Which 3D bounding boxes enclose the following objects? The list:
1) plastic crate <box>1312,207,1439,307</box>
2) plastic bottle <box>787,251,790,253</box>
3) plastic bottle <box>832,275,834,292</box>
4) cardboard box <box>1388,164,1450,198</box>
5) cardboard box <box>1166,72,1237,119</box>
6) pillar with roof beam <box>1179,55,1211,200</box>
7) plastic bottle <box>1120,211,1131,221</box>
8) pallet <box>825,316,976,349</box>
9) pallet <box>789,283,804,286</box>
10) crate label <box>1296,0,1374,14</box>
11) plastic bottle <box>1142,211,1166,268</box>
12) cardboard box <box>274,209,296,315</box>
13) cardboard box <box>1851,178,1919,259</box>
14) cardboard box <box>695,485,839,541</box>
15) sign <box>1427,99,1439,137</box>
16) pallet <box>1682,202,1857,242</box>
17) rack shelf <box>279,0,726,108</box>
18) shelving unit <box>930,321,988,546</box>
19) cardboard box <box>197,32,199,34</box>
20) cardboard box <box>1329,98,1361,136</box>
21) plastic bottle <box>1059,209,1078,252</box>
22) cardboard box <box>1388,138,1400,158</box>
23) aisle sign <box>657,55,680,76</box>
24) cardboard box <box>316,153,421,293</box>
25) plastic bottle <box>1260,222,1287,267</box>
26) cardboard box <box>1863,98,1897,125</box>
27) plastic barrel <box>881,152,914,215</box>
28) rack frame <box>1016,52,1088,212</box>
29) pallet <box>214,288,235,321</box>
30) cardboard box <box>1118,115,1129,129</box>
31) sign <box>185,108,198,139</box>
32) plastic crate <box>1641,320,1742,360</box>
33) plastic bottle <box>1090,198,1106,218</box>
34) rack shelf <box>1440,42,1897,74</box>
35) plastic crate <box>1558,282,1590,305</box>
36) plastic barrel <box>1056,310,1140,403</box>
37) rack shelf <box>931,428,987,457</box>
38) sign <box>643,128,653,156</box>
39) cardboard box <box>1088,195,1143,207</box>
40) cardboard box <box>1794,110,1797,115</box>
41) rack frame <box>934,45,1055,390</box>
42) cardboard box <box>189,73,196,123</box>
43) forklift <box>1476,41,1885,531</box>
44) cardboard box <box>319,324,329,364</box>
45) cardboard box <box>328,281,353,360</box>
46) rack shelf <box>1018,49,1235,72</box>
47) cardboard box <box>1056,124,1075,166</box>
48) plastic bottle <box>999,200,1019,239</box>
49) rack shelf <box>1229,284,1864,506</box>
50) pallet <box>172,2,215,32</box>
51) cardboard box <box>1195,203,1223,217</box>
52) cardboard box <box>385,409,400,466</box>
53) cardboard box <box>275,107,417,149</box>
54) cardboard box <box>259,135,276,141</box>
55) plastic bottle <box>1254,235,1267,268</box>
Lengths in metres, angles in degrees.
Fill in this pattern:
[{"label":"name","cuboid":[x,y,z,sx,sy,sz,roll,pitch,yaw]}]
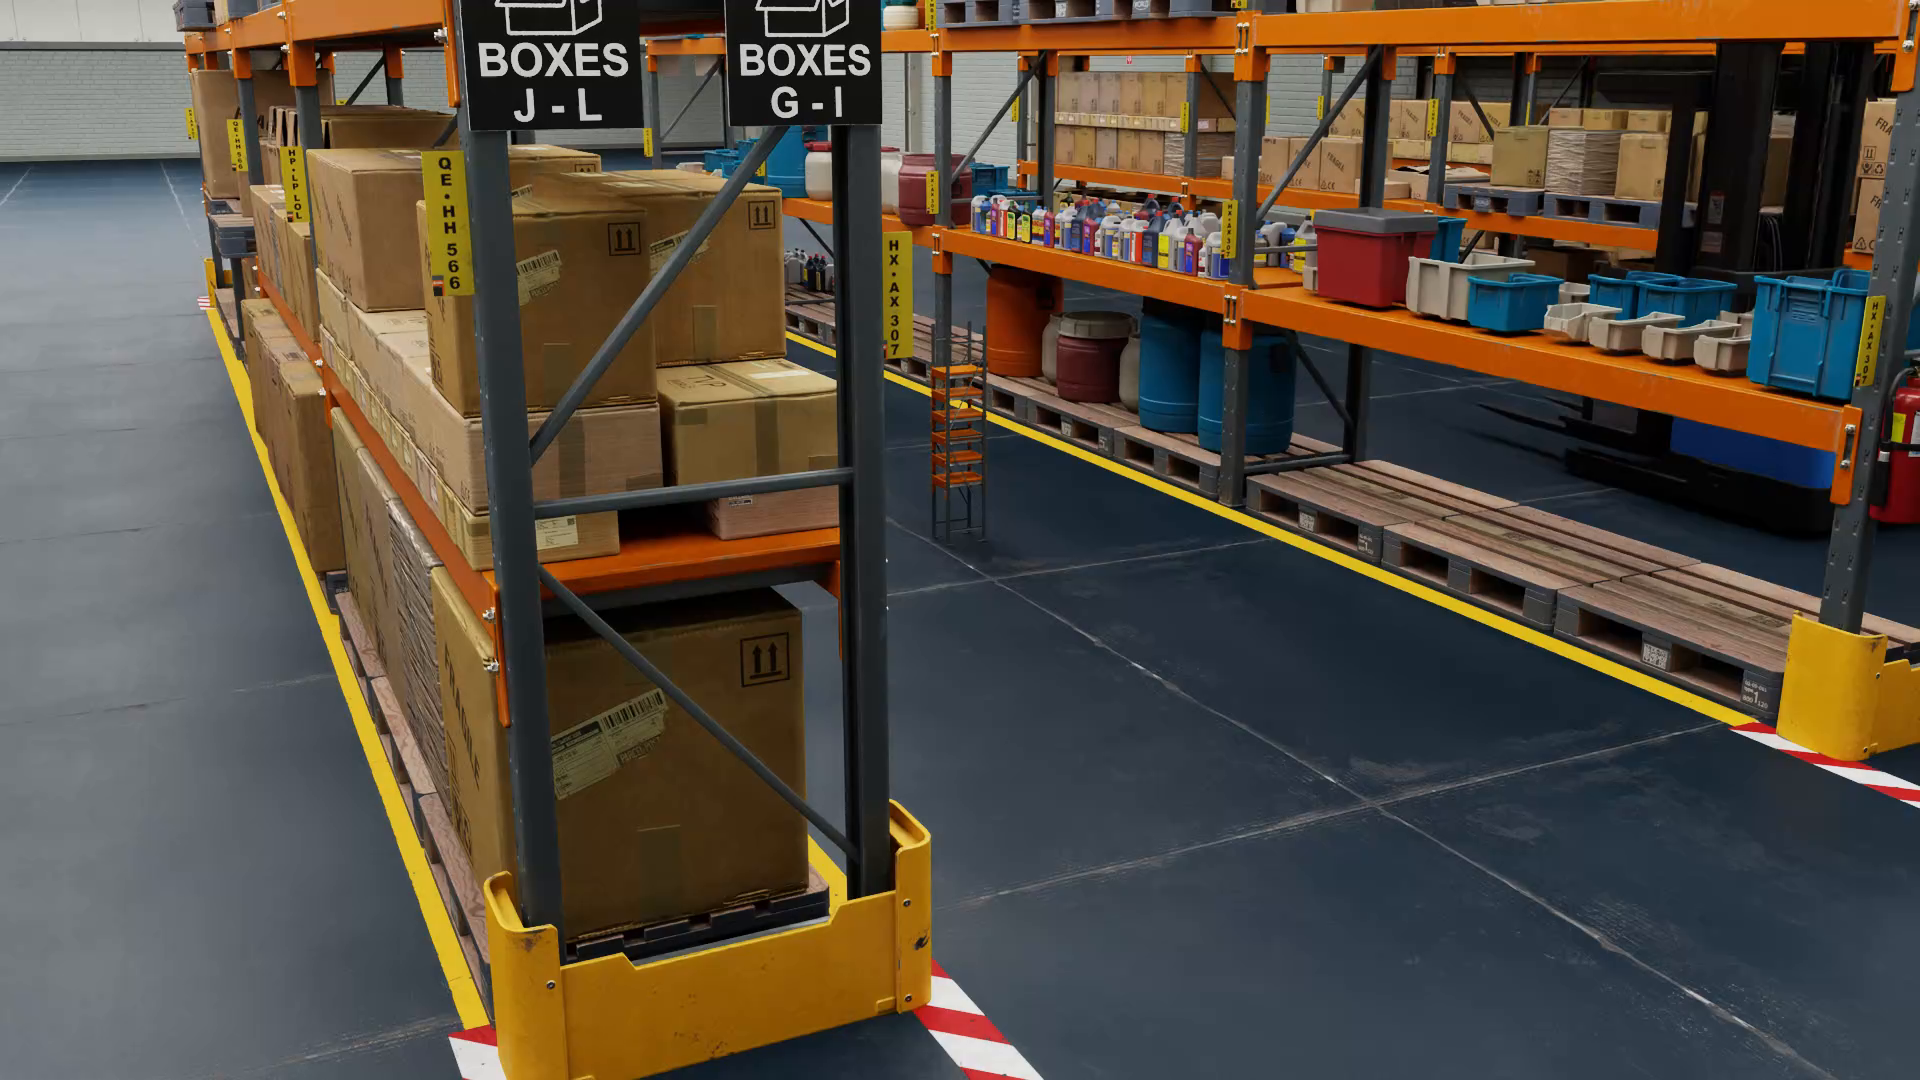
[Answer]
[{"label":"plastic crate","cuboid":[2.195,-1.511,8.852,0.402,0.464,0.583,-8,18,-25]},{"label":"plastic bottle","cuboid":[-1.961,-3.155,18.933,0.061,0.283,0.133,-7,18,-24]},{"label":"plastic bottle","cuboid":[-1.310,-2.735,17.619,0.097,0.201,0.097,0,16,0]},{"label":"cardboard box","cuboid":[4.514,-3.495,16.152,0.500,0.311,0.500,-8,18,-26]},{"label":"cardboard box","cuboid":[2.779,-5.065,18.929,0.700,0.500,0.500,-8,18,-25]},{"label":"pillar with roof beam","cuboid":[0.264,-9.657,26.590,9.100,9.000,0.400,-8,18,-25]},{"label":"plastic bottle","cuboid":[1.229,-2.317,12.248,0.097,0.201,0.097,0,16,0]},{"label":"pallet","cuboid":[-0.558,-1.853,15.325,1.003,0.211,1.213,-8,18,-25]},{"label":"pallet","cuboid":[-2.270,-2.821,18.697,1.003,0.211,1.213,-8,18,-25]},{"label":"crate label","cuboid":[1.984,-2.862,8.824,0.293,0.136,0.466,-8,18,-25]},{"label":"plastic bottle","cuboid":[1.252,-1.913,10.569,0.144,0.351,0.185,-8,18,-25]},{"label":"cardboard box","cuboid":[-3.319,-1.487,8.815,0.500,0.500,0.500,-8,18,-26]},{"label":"cardboard box","cuboid":[6.462,-2.189,11.260,0.500,0.500,0.500,-7,17,-23]},{"label":"cardboard box","cuboid":[-0.529,-0.120,4.685,0.380,0.149,0.250,-7,18,-24]},{"label":"sign","cuboid":[4.234,-3.781,14.889,0.100,0.325,0.005,-8,18,-25]},{"label":"pallet","cuboid":[6.232,-2.419,12.592,1.003,0.211,1.213,-8,18,-25]},{"label":"rack shelf","cuboid":[-1.546,-1.704,5.618,1.077,0.370,4.000,-8,18,-25]},{"label":"shelving unit","cuboid":[-0.006,-0.580,9.098,0.258,1.200,0.189,-8,18,-25]},{"label":"cardboard box","cuboid":[-6.581,-4.670,14.919,0.500,0.250,0.500,-7,18,-24]},{"label":"cardboard box","cuboid":[5.617,-6.019,23.662,0.500,0.500,0.500,-8,18,-25]},{"label":"plastic bottle","cuboid":[0.784,-2.145,11.511,0.152,0.276,0.135,-8,18,-25]},{"label":"cardboard box","cuboid":[6.065,-5.399,22.864,0.500,0.250,0.500,-8,18,-26]},{"label":"aisle sign","cuboid":[-3.522,-5.910,19.695,0.394,0.787,0.004,-8,18,-25]},{"label":"cardboard box","cuboid":[-2.234,-1.263,6.586,0.500,0.500,0.500,-8,18,-25]},{"label":"plastic bottle","cuboid":[2.009,-1.895,10.640,0.152,0.276,0.135,-8,18,-25]},{"label":"cardboard box","cuboid":[9.163,-4.302,16.687,0.500,0.250,0.500,-7,18,-24]},{"label":"plastic barrel","cuboid":[-0.550,-3.082,14.350,0.421,0.512,0.421,0,16,0]},{"label":"rack frame","cuboid":[1.227,-5.276,22.197,1.000,3.000,0.127,-8,18,-25]},{"label":"pallet","cuboid":[-7.322,-2.515,17.631,1.003,0.211,1.213,-8,18,-25]},{"label":"cardboard box","cuboid":[2.113,-5.000,19.880,0.380,0.149,0.250,-7,17,-23]},{"label":"sign","cuboid":[-8.167,-4.430,17.681,0.100,0.325,0.005,-8,18,-25]},{"label":"plastic crate","cuboid":[3.148,-0.867,7.203,0.396,0.136,0.243,-8,18,-25]},{"label":"plastic bottle","cuboid":[0.928,-2.192,11.541,0.144,0.351,0.185,-8,18,-25]},{"label":"rack shelf","cuboid":[5.608,-3.892,13.242,1.077,0.370,4.000,-8,18,-25]},{"label":"plastic crate","cuboid":[3.063,-1.209,8.396,0.293,0.136,0.466,-8,18,-25]},{"label":"plastic barrel","cuboid":[1.002,-1.338,12.086,0.600,0.588,0.708,-8,18,-25]},{"label":"rack shelf","cuboid":[-0.006,-0.538,9.110,0.258,0.103,0.180,-8,18,-25]},{"label":"sign","cuboid":[-3.724,-4.746,19.849,0.100,0.325,0.005,-8,18,-25]},{"label":"cardboard box","cuboid":[1.917,-3.984,20.561,0.500,0.500,0.500,-8,18,-25]},{"label":"cardboard box","cuboid":[9.005,-4.545,17.496,0.380,0.149,0.250,-10,19,-32]},{"label":"rack frame","cuboid":[0.277,-2.695,13.202,1.000,3.000,0.127,-8,18,-25]},{"label":"cardboard box","cuboid":[-7.684,-4.582,17.246,0.500,0.500,0.500,-8,18,-25]},{"label":"forklift","cuboid":[4.566,-1.820,10.279,1.130,2.935,3.031,-7,17,-22]},{"label":"cardboard box","cuboid":[-2.592,-0.870,7.299,0.380,0.149,0.250,-8,18,-25]},{"label":"cardboard box","cuboid":[-2.239,-0.903,6.692,0.500,0.250,0.500,-8,18,-25]},{"label":"rack shelf","cuboid":[2.103,-5.876,20.155,1.077,0.370,4.000,-8,18,-25]},{"label":"cardboard box","cuboid":[1.654,-5.077,21.323,0.700,0.500,0.500,-7,17,-23]},{"label":"plastic bottle","cuboid":[0.379,-2.374,12.310,0.152,0.276,0.135,-8,18,-25]},{"label":"rack shelf","cuboid":[2.906,-0.861,8.117,1.077,0.370,4.000,-8,18,-25]},{"label":"pallet","cuboid":[-5.753,-4.273,13.607,1.213,0.211,1.003,-8,18,-25]},{"label":"cardboard box","cuboid":[3.058,-3.677,19.492,0.500,0.500,0.500,-8,18,-25]},{"label":"cardboard box","cuboid":[-1.685,-0.357,5.514,0.380,0.149,0.250,-8,18,-25]},{"label":"cardboard box","cuboid":[-3.586,-2.281,9.762,0.797,0.503,0.637,-7,18,-24]},{"label":"cardboard box","cuboid":[-5.085,-2.921,13.042,0.797,0.503,0.637,-6,17,-19]},{"label":"plastic bottle","cuboid":[1.905,-1.839,10.581,0.097,0.201,0.097,0,16,0]}]
